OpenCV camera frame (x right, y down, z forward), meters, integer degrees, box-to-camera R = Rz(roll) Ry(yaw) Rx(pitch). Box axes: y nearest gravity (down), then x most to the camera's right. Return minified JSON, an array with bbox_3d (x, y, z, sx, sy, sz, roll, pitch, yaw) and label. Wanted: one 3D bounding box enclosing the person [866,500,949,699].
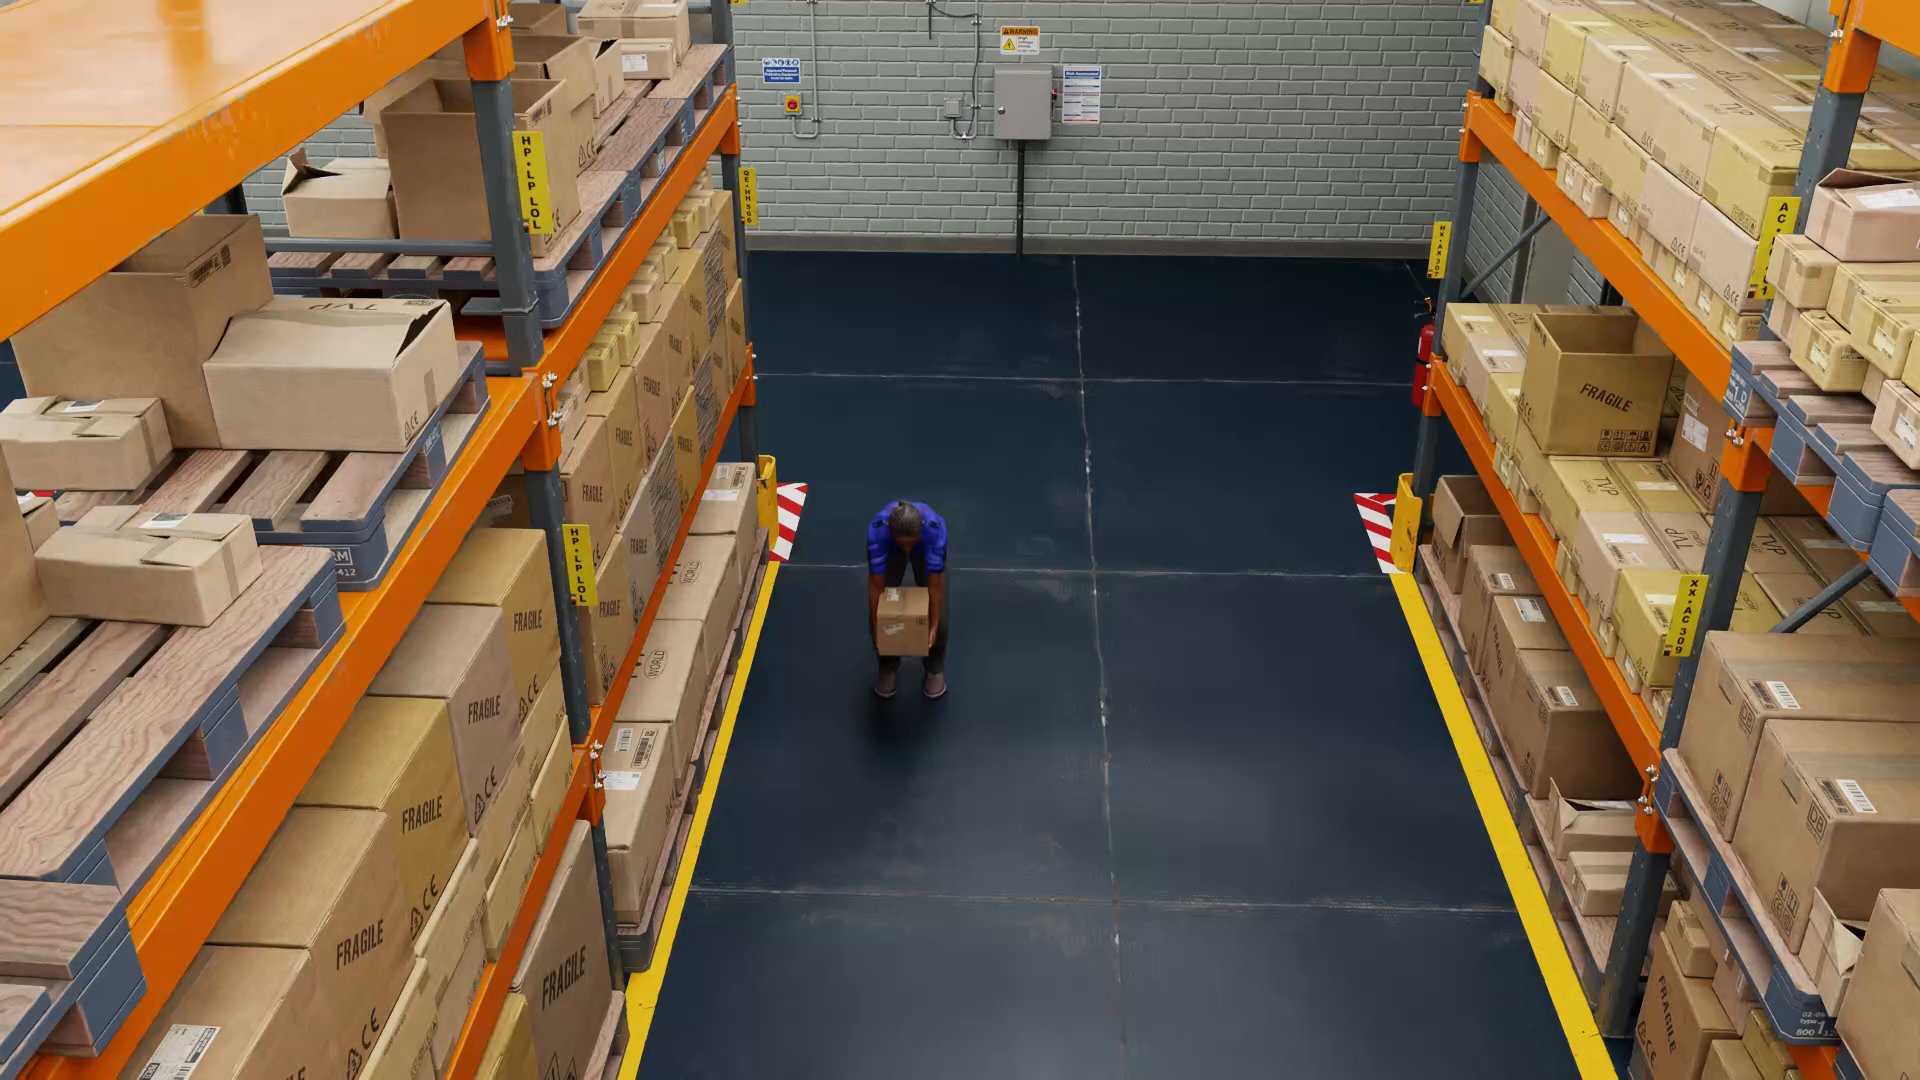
[{"bbox_3d":[-0.268,0.283,8.468,0.422,1.317,0.787,1,28,2],"label":"person"}]
